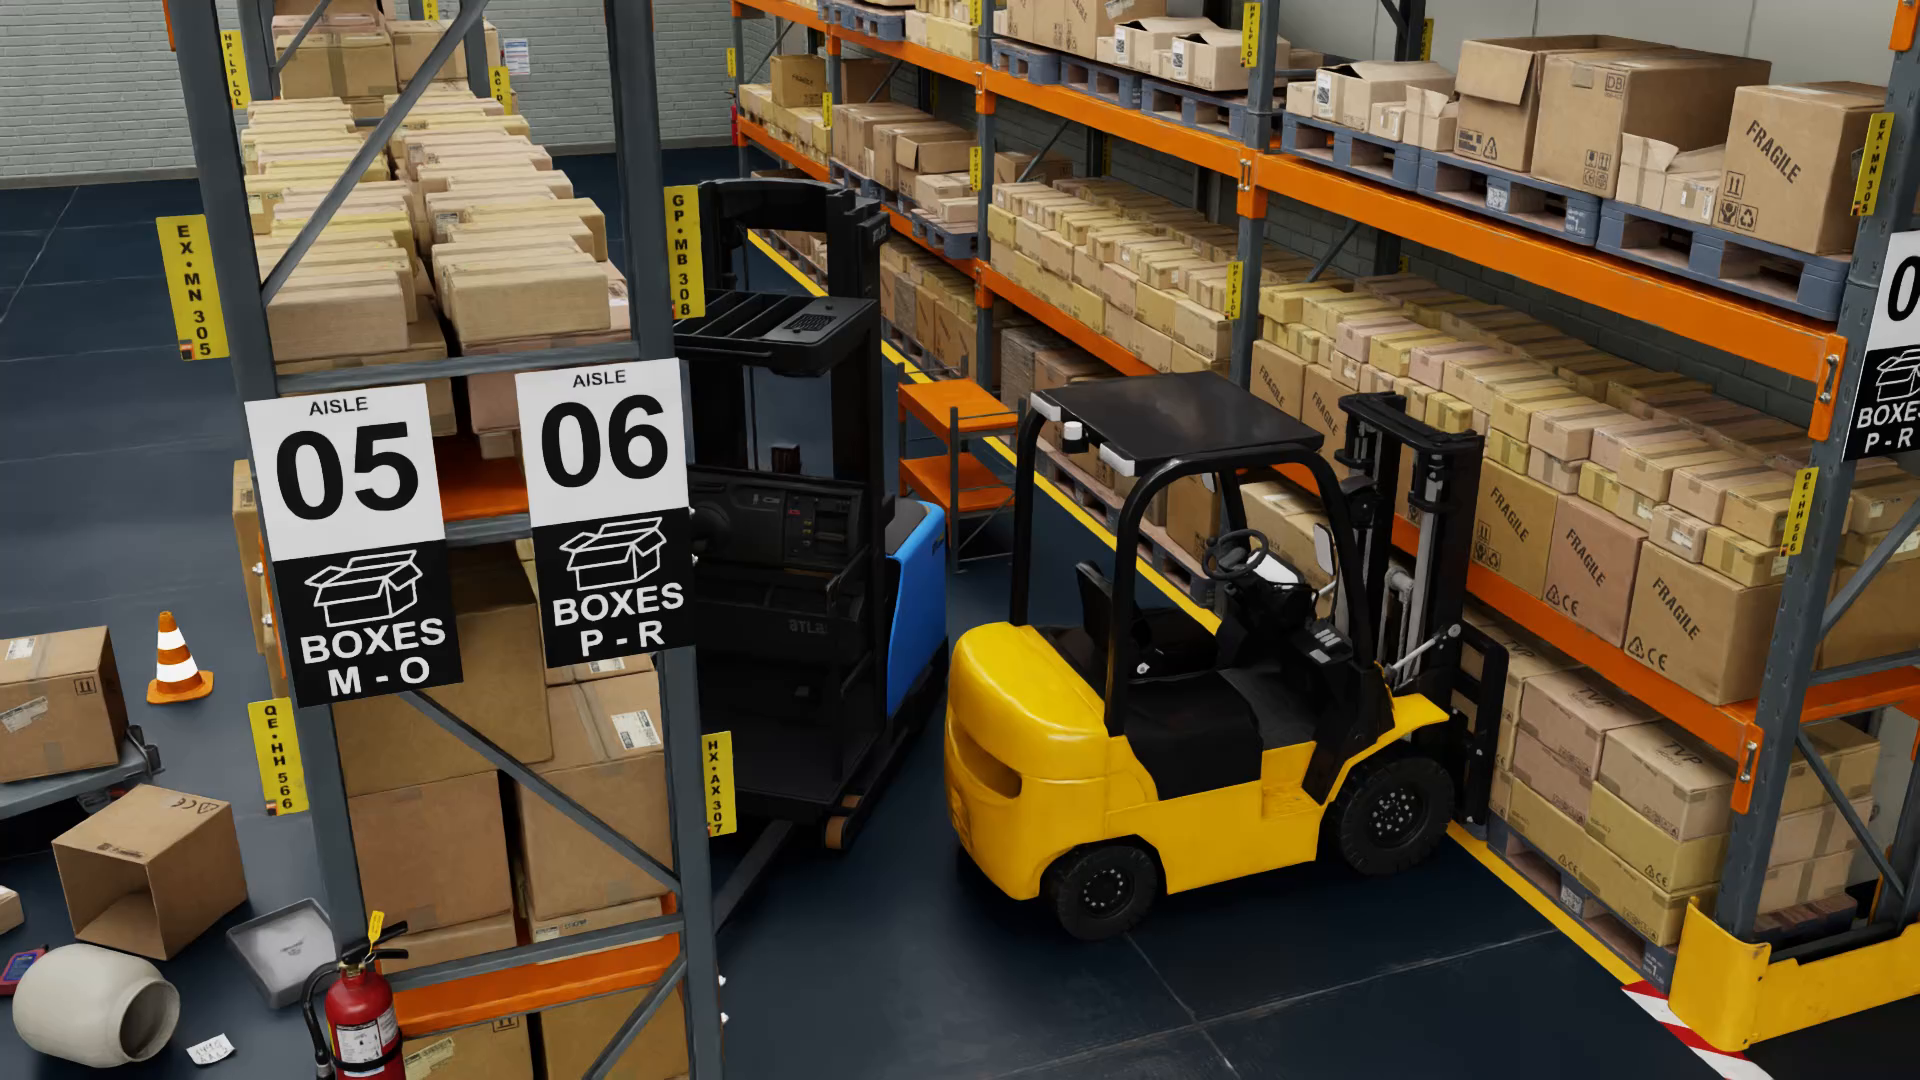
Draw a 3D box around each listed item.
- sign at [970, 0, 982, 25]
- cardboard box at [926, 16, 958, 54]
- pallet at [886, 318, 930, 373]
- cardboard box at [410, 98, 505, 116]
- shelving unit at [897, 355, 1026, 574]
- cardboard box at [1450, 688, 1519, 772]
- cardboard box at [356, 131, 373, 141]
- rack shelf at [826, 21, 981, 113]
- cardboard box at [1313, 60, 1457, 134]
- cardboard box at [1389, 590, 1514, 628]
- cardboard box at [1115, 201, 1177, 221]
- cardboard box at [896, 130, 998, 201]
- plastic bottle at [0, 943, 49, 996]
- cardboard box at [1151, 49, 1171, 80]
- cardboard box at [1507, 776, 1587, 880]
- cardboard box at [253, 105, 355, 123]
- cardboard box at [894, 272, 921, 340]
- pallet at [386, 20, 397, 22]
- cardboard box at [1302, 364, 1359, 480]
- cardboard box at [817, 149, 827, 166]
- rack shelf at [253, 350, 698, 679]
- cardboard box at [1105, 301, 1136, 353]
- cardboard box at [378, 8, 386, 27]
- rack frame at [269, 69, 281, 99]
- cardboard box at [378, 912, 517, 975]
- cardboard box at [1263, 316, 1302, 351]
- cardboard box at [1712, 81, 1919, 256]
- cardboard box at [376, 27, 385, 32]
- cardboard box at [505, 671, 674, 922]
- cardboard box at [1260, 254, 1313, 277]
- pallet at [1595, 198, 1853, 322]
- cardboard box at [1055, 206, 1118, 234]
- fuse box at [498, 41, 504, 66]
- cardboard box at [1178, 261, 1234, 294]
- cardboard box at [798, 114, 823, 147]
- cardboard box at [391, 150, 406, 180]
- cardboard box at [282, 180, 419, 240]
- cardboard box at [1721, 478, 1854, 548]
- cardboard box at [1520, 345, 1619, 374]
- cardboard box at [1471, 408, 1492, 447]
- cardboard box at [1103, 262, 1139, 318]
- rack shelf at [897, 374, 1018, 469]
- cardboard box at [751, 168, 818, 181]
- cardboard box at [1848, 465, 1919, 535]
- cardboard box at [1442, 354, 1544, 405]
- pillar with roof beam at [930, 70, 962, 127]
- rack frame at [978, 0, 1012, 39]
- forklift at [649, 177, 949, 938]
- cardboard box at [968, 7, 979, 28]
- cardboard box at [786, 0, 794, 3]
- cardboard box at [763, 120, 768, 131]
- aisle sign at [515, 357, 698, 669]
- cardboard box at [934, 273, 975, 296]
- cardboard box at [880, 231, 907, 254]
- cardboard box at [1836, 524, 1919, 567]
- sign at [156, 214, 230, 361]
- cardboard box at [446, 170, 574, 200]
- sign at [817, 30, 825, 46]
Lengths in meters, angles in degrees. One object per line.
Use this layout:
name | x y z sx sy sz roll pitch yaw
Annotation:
sign | 0.119 -3.977 12.297 0.100 0.325 0.005 -8 24 -19
cardboard box | 0.041 -4.080 13.398 0.500 0.250 0.500 -8 24 -19
pallet | -0.028 -1.865 15.403 1.003 0.211 1.213 -8 24 -19
cardboard box | -2.122 -1.760 6.998 0.380 0.149 0.250 -9 24 -20
shelving unit | -0.002 -0.521 11.037 0.538 1.125 1.048 -8 24 -19
cardboard box | 2.620 0.817 7.806 0.500 0.250 0.500 -9 24 -20
cardboard box | -2.703 -1.548 7.008 0.500 0.250 0.500 -9 24 -20
rack shelf | -0.079 -4.208 14.436 1.077 0.370 4.000 -8 24 -19
cardboard box | 2.106 -2.222 8.244 0.500 0.311 0.500 -8 24 -18
cardboard box | 2.454 0.412 8.121 0.500 0.250 0.500 -9 24 -20
cardboard box | 1.334 -2.318 11.923 0.380 0.149 0.250 -8 24 -19
cardboard box | -0.122 -3.240 14.400 0.797 0.503 0.637 -9 24 -20
plastic bottle | -3.901 1.785 6.935 0.133 0.061 0.283 -4 23 -10
cardboard box | 1.368 -2.841 9.921 0.380 0.149 0.250 -8 24 -19
cardboard box | 2.825 1.240 7.445 0.500 0.250 0.500 -8 24 -19
cardboard box | -2.677 -1.679 6.807 0.380 0.149 0.250 -8 24 -17
cardboard box | -0.279 -2.156 15.180 0.500 0.500 0.500 -9 25 -21
pallet | -5.058 -4.169 13.665 0.805 0.209 1.217 -9 25 -21
cardboard box | 2.152 -0.639 8.776 0.500 0.500 0.500 -8 24 -18
cardboard box | -1.247 -3.941 17.062 0.380 0.149 0.250 -8 24 -18
rack shelf | -1.895 -0.619 5.921 1.077 0.370 4.000 -8 24 -19
cardboard box | 1.288 -1.422 10.955 0.500 0.250 0.500 -8 24 -19
cardboard box | -4.620 -4.003 12.784 0.380 0.166 0.250 -6 24 -15
rack frame | -4.015 -1.748 11.536 1.000 3.000 0.127 -8 24 -19
cardboard box | -1.521 1.168 4.941 0.380 0.149 0.250 -8 24 -17
cardboard box | 1.907 -1.170 9.201 0.380 0.149 0.250 -9 24 -20
cardboard box | 3.069 -1.319 5.858 0.500 0.500 0.500 -8 24 -17
cardboard box | -3.690 -2.831 10.114 0.700 0.500 0.500 -8 24 -19
cardboard box | -1.097 0.765 5.061 0.500 0.500 0.500 -9 24 -20
cardboard box | 1.984 -1.675 10.398 0.380 0.149 0.250 -8 24 -19
pallet | 3.228 -1.126 6.311 1.003 0.211 1.213 -8 24 -19
cardboard box | 0.895 -2.252 11.768 0.380 0.149 0.250 -8 24 -18
fuse box | -6.838 -6.342 24.094 0.539 1.711 0.414 -8 24 -19
cardboard box | 1.567 -1.603 10.228 0.380 0.149 0.250 -8 24 -19
cardboard box | -1.385 -4.284 17.361 0.500 0.250 0.500 -8 24 -19
cardboard box | -2.015 -1.438 6.748 0.500 0.250 0.500 -9 24 -20
cardboard box | -1.936 -1.035 5.278 0.380 0.149 0.250 -9 24 -21
cardboard box | 3.130 -0.107 6.295 0.380 0.149 0.250 -8 24 -19
cardboard box | 2.918 -0.819 7.984 0.380 0.149 0.250 -8 24 -17
cardboard box | 2.589 -0.522 7.663 0.380 0.149 0.250 -9 24 -19
cardboard box | 1.264 -1.654 10.863 0.500 0.250 0.500 -8 24 -18
rack shelf | -0.002 -0.791 10.924 0.538 0.278 1.000 -8 24 -19
cardboard box | -2.071 -4.145 19.897 0.797 0.503 0.637 -9 25 -21
cardboard box | 3.535 -0.157 6.414 0.380 0.149 0.250 -9 24 -20
cardboard box | 2.509 -0.758 7.838 0.380 0.149 0.250 -8 24 -19
pillar with roof beam | -4.216 -6.435 14.930 9.100 9.000 0.400 -8 24 -19
rack frame | 0.627 -5.195 11.990 1.000 3.000 0.127 -8 24 -19
forklift | -0.968 -0.065 7.631 1.130 2.935 3.031 6 24 15
cardboard box | 0.277 -4.023 12.751 0.380 0.149 0.250 -8 24 -18
cardboard box | -1.604 -5.711 17.398 0.380 0.149 0.250 -8 24 -18
cardboard box | -2.049 -4.788 19.070 0.380 0.149 0.250 -8 24 -17
aisle sign | -0.877 -0.059 4.182 0.394 0.787 0.004 -8 24 -19
cardboard box | -0.012 -2.215 14.485 0.380 0.149 0.250 -8 24 -17
cardboard box | -0.636 -2.876 16.054 0.380 0.149 0.250 -10 25 -22
cardboard box | 3.576 -0.028 6.490 0.380 0.149 0.250 -9 24 -20
sign | -1.715 -0.563 3.721 0.100 0.325 0.005 -8 24 -19
cardboard box | -1.470 -1.106 5.446 0.380 0.149 0.250 -8 24 -18
sign | -1.673 -6.086 19.929 0.100 0.325 0.005 -8 24 -19
